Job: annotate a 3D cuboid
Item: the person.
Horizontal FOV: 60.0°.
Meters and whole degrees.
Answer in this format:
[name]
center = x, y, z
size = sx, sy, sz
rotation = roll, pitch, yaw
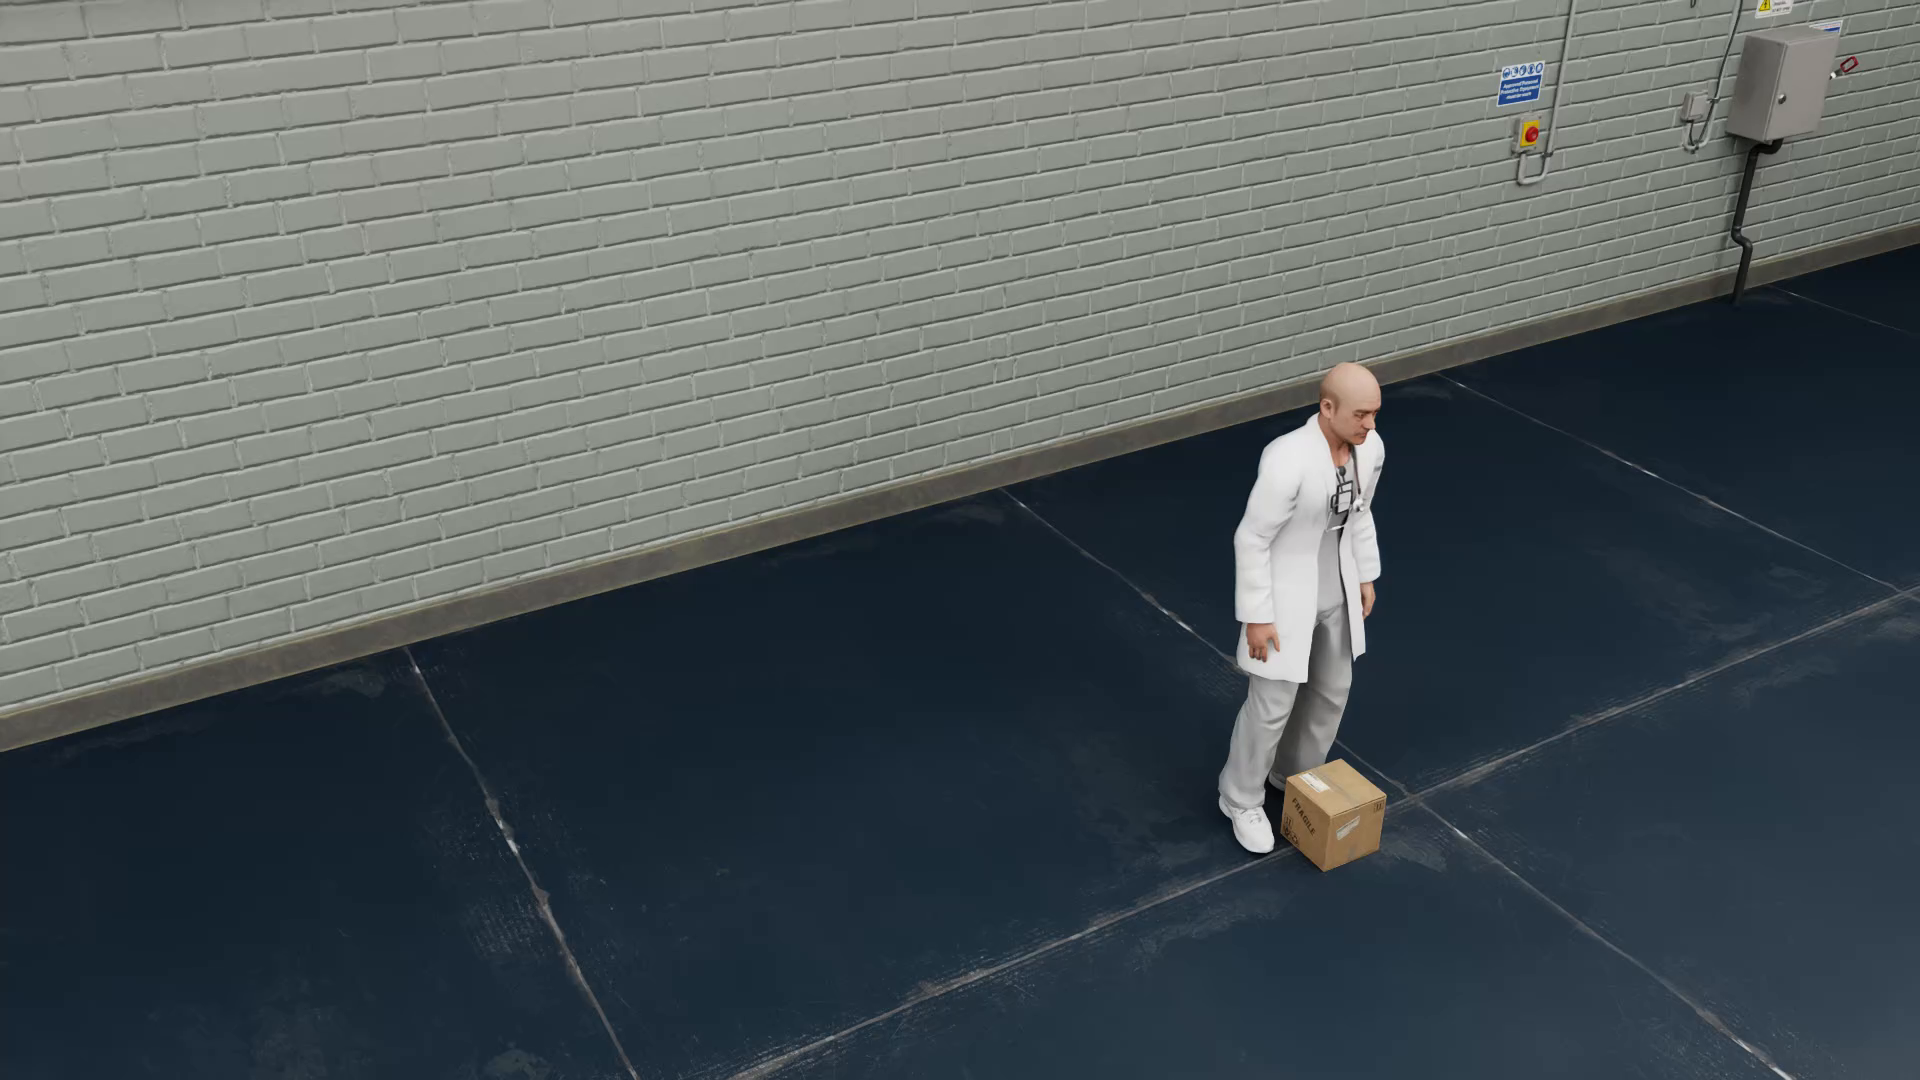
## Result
[person]
center = 1.194, 0.214, 5.749
size = 0.640, 1.773, 0.412
rotation = -16, 33, -27
